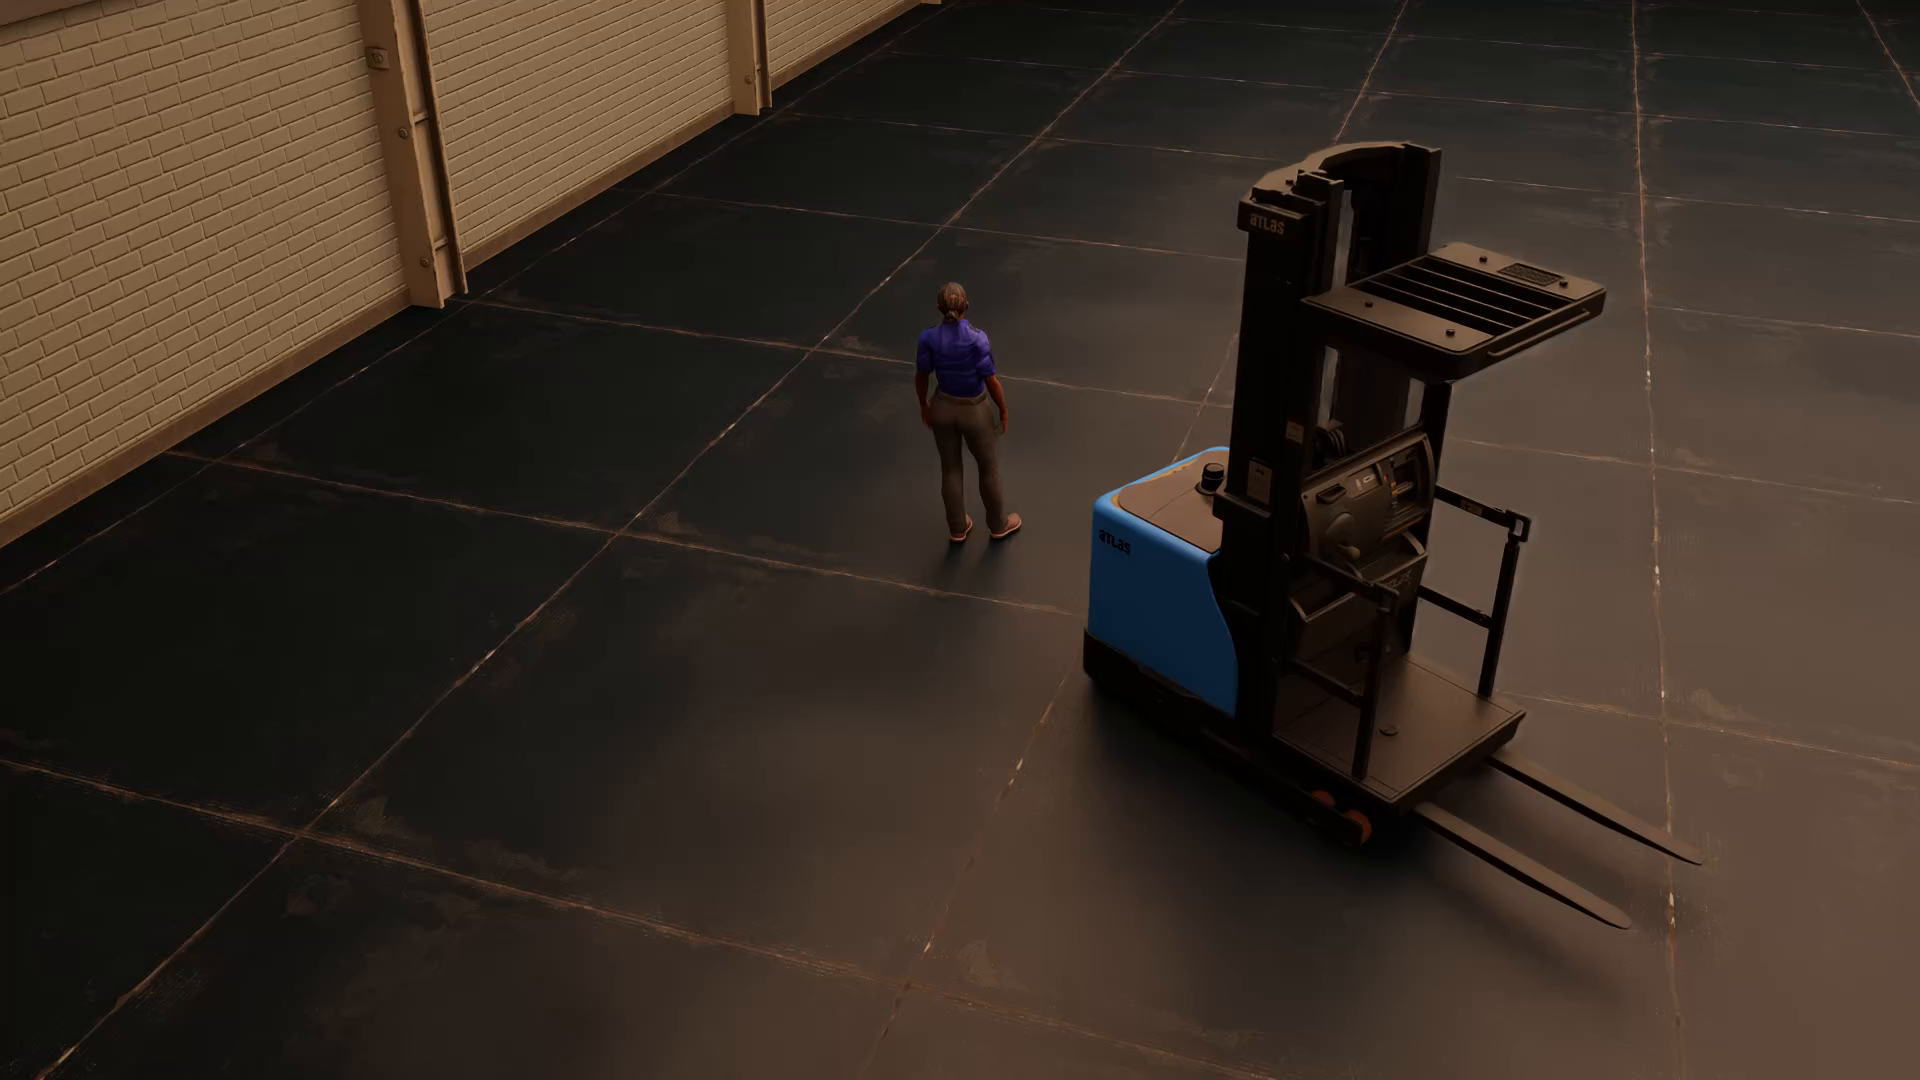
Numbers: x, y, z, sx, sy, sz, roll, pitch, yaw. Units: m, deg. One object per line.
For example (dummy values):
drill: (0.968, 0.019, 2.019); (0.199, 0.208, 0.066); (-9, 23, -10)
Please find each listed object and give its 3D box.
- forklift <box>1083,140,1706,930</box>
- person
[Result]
forklift: (1.995, -0.152, 7.403); (1.130, 2.935, 3.031); (-23, 37, -35)
person: (0.047, -0.758, 9.753); (0.570, 1.644, 0.503); (10, 31, 16)
